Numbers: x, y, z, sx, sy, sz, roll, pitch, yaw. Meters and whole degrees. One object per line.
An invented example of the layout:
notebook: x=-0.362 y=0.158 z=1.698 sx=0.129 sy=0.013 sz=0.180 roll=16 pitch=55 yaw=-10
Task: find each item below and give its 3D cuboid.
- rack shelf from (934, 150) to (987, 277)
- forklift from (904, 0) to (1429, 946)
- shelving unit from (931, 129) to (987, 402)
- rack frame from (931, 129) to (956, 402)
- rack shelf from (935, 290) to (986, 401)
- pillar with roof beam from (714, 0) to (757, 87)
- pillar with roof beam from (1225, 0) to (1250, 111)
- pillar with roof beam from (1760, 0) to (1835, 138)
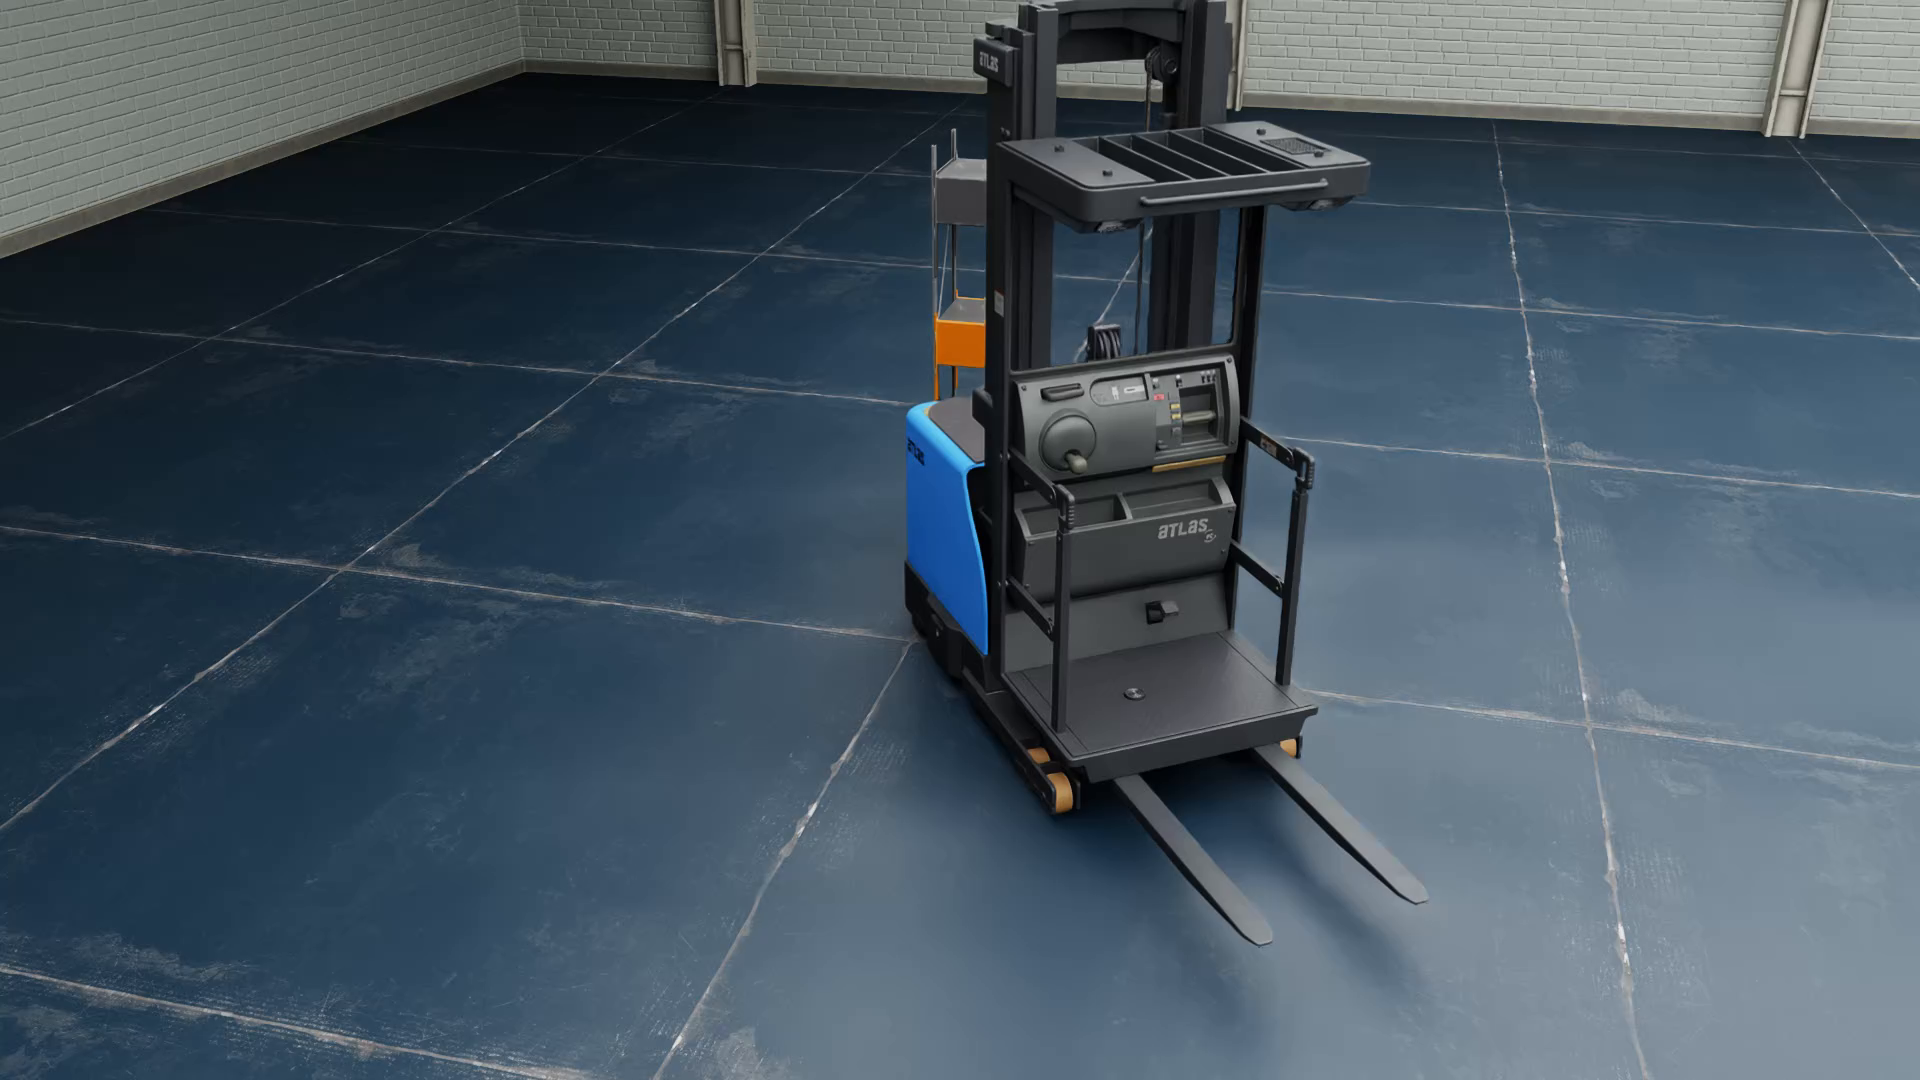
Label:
rack shelf: x=0.160 y=-1.550 z=7.966 sx=0.480 sy=0.518 sz=0.431 roll=6 pitch=26 yaw=13
forklift: x=0.742 y=-0.453 z=6.293 sx=1.130 sy=2.935 sz=3.031 roll=-9 pitch=27 yaw=-19
shelving unit: x=0.160 y=-0.930 z=8.261 sx=0.503 sy=2.100 sz=0.431 roll=6 pitch=26 yaw=13
rack frame: x=-0.076 y=-0.956 z=8.316 sx=0.015 sy=2.100 sz=0.400 roll=6 pitch=26 yaw=13
rack shelf: x=0.160 y=-0.918 z=8.267 sx=0.480 sy=0.518 sz=0.431 roll=6 pitch=26 yaw=13
pillar with roof beam: x=-3.824 y=-7.931 z=14.940 sx=0.400 sy=9.000 sz=9.100 roll=6 pitch=26 yaw=13
pillar with roof beam: x=1.987 y=-7.289 z=13.591 sx=0.400 sy=9.000 sz=9.100 roll=6 pitch=26 yaw=13
pillar with roof beam: x=7.798 y=-6.646 z=12.241 sx=0.400 sy=9.000 sz=9.100 roll=6 pitch=26 yaw=13
